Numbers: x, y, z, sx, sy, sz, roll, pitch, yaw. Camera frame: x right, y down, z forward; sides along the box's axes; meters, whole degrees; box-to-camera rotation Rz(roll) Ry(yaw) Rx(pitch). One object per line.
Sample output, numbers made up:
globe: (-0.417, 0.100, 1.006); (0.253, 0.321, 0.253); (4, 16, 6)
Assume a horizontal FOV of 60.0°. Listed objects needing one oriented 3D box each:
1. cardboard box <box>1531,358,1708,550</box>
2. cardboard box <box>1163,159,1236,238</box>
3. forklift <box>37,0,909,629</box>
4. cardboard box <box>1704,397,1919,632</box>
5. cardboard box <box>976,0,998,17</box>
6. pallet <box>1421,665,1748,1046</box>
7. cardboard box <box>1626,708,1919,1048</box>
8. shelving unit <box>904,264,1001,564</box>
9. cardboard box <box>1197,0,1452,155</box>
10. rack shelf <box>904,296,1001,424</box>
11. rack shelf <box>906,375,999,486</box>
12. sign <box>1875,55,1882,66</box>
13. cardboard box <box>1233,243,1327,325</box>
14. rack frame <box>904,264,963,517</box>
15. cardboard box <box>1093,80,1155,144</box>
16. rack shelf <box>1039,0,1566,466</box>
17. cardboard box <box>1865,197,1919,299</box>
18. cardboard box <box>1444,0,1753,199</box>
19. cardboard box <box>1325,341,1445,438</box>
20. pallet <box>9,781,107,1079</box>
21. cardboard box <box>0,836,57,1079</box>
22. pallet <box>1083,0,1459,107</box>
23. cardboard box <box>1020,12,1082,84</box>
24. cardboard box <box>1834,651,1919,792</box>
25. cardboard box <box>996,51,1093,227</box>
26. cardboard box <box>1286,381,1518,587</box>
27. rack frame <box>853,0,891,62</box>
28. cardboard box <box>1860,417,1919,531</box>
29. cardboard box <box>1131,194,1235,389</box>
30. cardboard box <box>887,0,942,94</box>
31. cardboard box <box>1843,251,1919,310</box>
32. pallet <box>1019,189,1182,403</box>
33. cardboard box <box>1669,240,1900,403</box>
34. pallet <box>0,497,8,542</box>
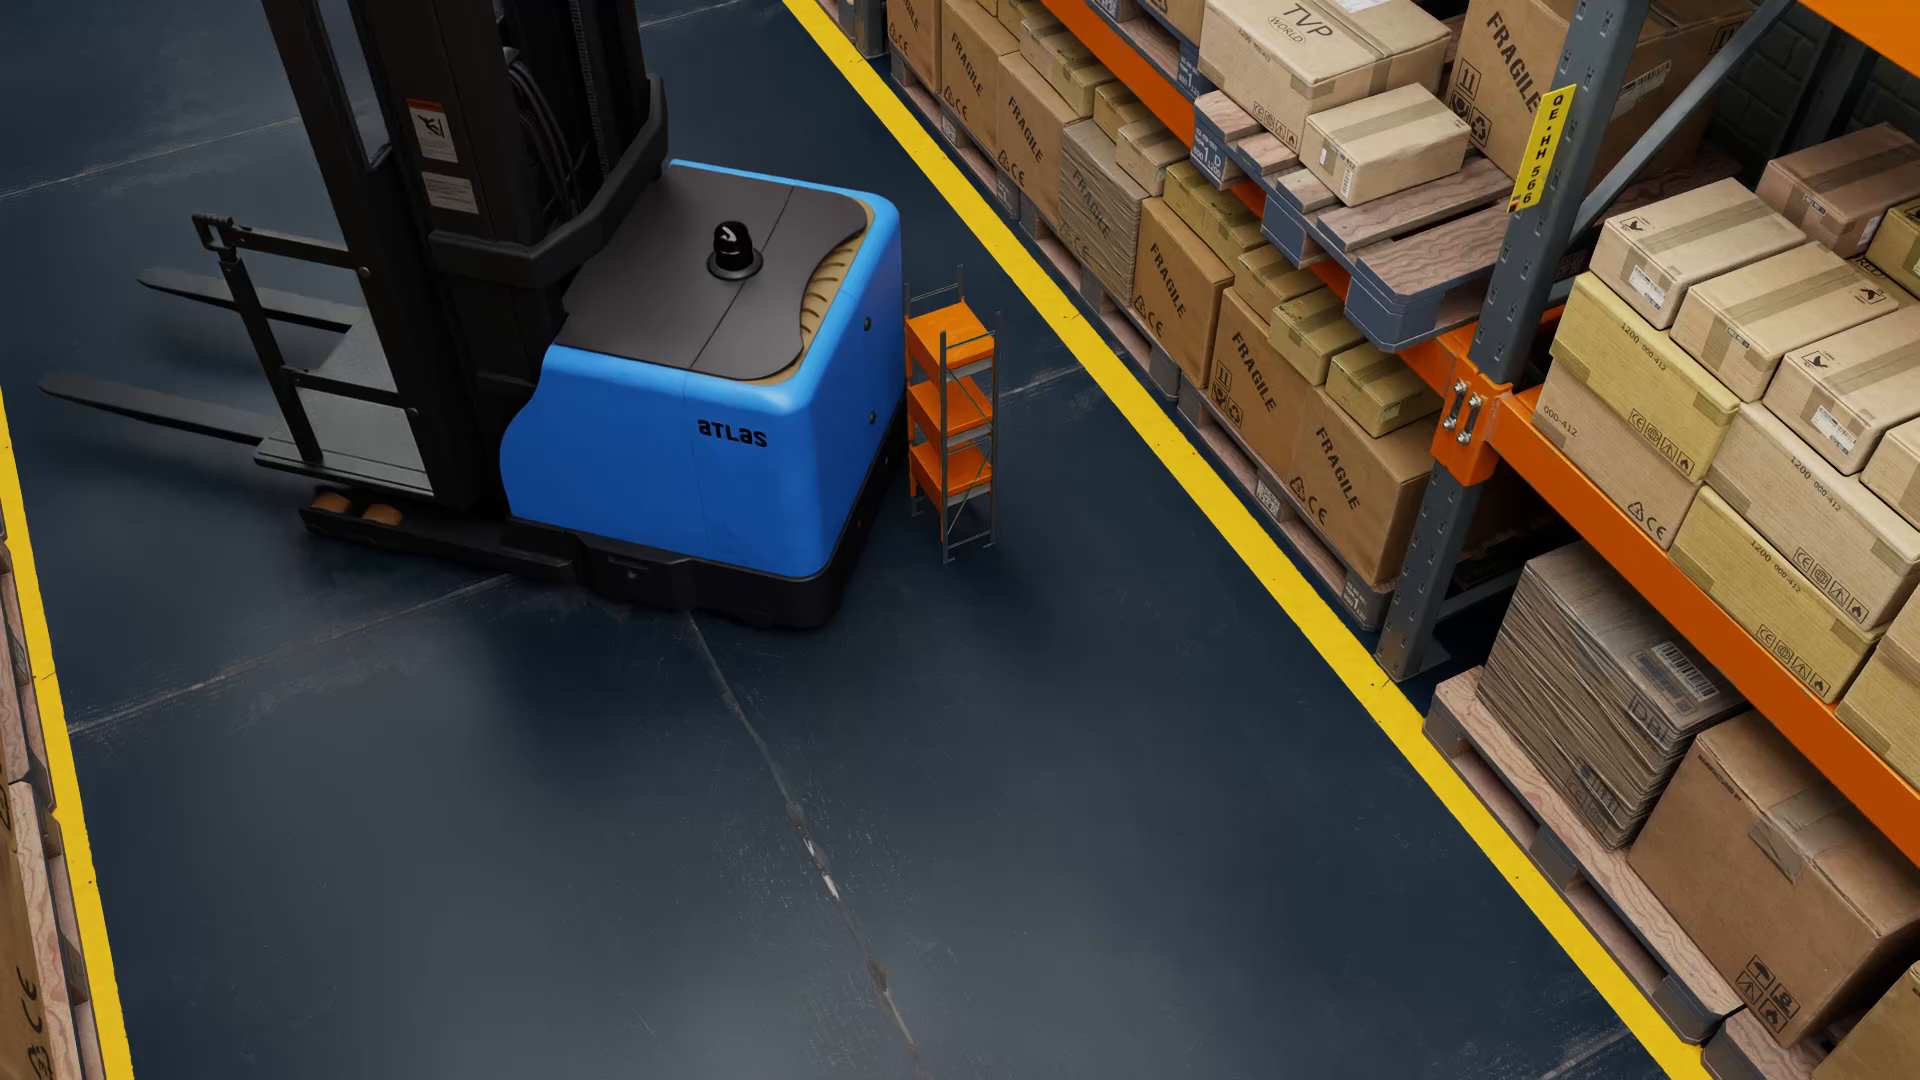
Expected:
cardboard box: (1.802, -0.304, 4.122); (0.500, 0.250, 0.500); (-21, 52, -17)
cardboard box: (0.936, -1.229, 5.783); (0.380, 0.149, 0.250); (-22, 52, -18)
forklift: (-1.752, -1.301, 4.941); (3.031, 2.935, 1.130); (12, 50, 10)
cardboard box: (2.030, -0.133, 3.641); (0.500, 0.250, 0.500); (-20, 52, -16)
cardboard box: (0.236, -2.282, 6.704); (0.380, 0.149, 0.250); (-24, 53, -19)
pallet: (2.158, 0.748, 4.955); (1.003, 0.211, 1.213); (-21, 52, -18)
cardboard box: (2.395, 0.766, 4.386); (0.875, 0.625, 0.625); (-20, 52, -16)
shelving unit: (-0.025, -0.381, 5.386); (0.215, 1.050, 0.252); (-21, 52, -18)
cardboard box: (1.046, -1.418, 4.818); (0.500, 0.250, 0.500); (-23, 53, -19)
rack shelf: (-0.025, -0.561, 5.180); (0.215, 0.259, 0.240); (-21, 52, -18)
rack shelf: (-0.025, -0.374, 5.394); (0.215, 0.259, 0.240); (-21, 52, -18)
sign: (2.308, -1.309, 4.133); (0.100, 0.325, 0.005); (-21, 52, -18)
cardboard box: (1.131, -0.870, 5.469); (0.380, 0.149, 0.250); (-23, 53, -19)
rack frame: (-0.080, -0.463, 5.458); (0.200, 1.050, 0.008); (-21, 52, -18)
cardboard box: (0.716, -1.585, 6.095); (0.380, 0.149, 0.250); (-21, 52, -17)
rack shelf: (0.901, -1.836, 5.841); (1.077, 0.370, 4.000); (-21, 52, -18)
cardboard box: (2.364, -0.696, 3.868); (0.380, 0.149, 0.250); (-20, 52, -17)
cardboard box: (1.720, -1.304, 4.552); (0.500, 0.500, 0.500); (-19, 51, -16)
cardboard box: (1.365, -0.506, 5.151); (0.380, 0.149, 0.250); (-24, 53, -19)
pallet: (-2.889, 1.343, 4.436); (1.003, 0.211, 1.213); (-21, 52, -18)
cardboard box: (-2.838, 1.048, 3.973); (0.875, 0.875, 0.875); (-22, 52, -18)
pallet: (0.922, -1.971, 5.608); (1.003, 0.211, 1.213); (-21, 52, -18)
cardboard box: (0.455, -1.923, 6.390); (0.380, 0.149, 0.250); (-21, 52, -18)
cardboard box: (2.270, 0.377, 3.527); (0.500, 0.250, 0.500); (-23, 53, -19)
cardboard box: (0.484, -1.637, 6.570); (0.500, 0.500, 0.500); (-23, 53, -19)
cardboard box: (1.432, -0.258, 5.365); (0.500, 0.500, 0.500); (-20, 52, -16)
rack frame: (-0.014, -3.411, 6.741); (1.000, 3.000, 0.127); (-21, 52, -18)
cardboard box: (2.095, -0.154, 3.394); (0.380, 0.149, 0.250); (-21, 52, -17)
cardboard box: (0.970, -0.946, 5.966); (0.500, 0.500, 0.500); (-19, 52, -16)
cardboard box: (0.007, -2.325, 7.173); (0.500, 0.500, 0.500); (-19, 52, -16)
cardboard box: (2.269, -0.644, 4.088); (0.500, 0.250, 0.500); (-20, 52, -17)
pallet: (0.954, -1.144, 6.611); (1.003, 0.211, 1.213); (-21, 52, -18)
cardboard box: (1.823, -0.488, 3.686); (0.380, 0.149, 0.250); (-20, 52, -17)
pallet: (-4.006, -0.291, 5.864); (1.003, 0.211, 1.213); (-21, 52, -18)
